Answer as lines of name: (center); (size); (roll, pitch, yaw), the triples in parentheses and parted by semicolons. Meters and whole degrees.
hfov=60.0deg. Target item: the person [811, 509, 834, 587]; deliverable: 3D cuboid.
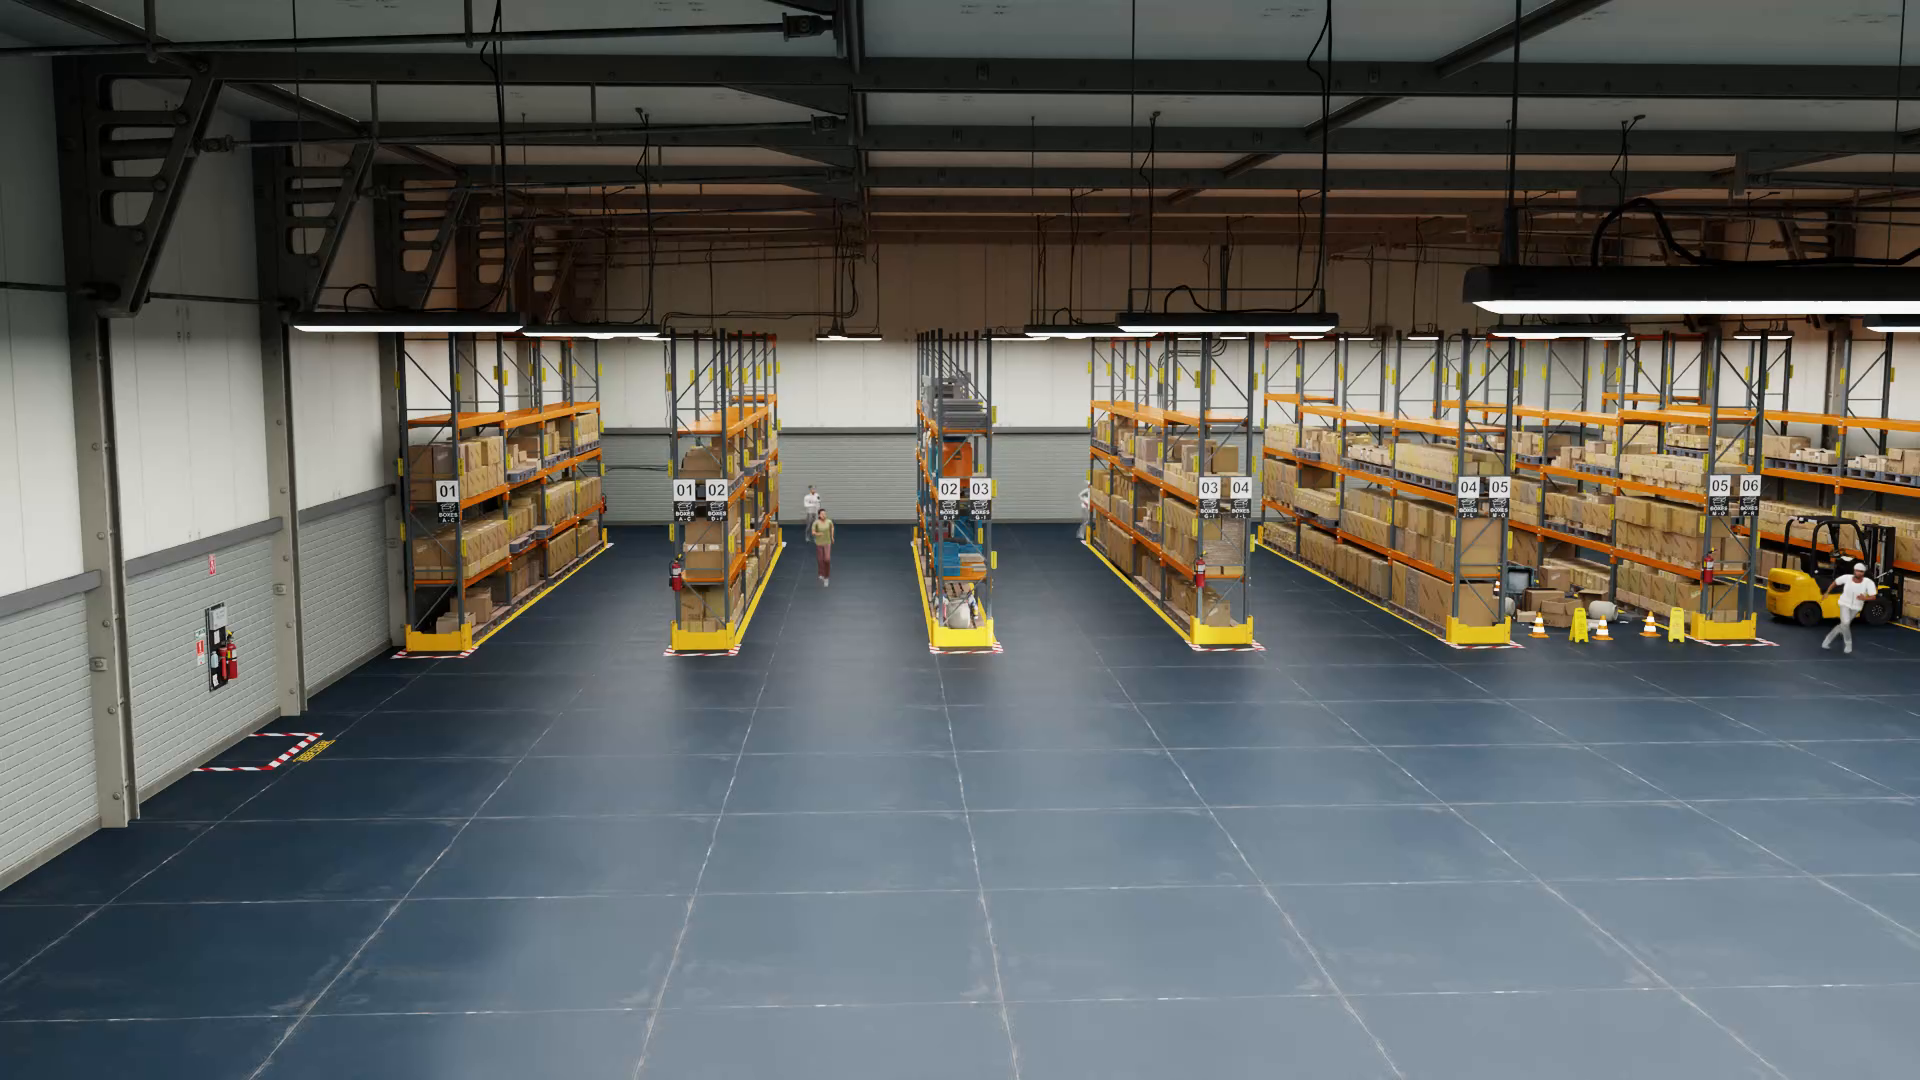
person: (-3.124, 0.159, 37.896); (0.525, 1.767, 0.774); (-1, 7, -7)

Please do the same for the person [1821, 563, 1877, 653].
person: (16.505, 1.235, 30.881); (0.823, 1.661, 0.725); (2, 7, 13)

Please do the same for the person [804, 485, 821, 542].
person: (-4.223, -0.730, 47.661); (0.577, 1.743, 0.831); (-3, 7, -25)

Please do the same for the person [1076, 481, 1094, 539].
person: (3.778, -0.896, 49.153); (0.607, 1.780, 0.742); (4, 8, 30)
